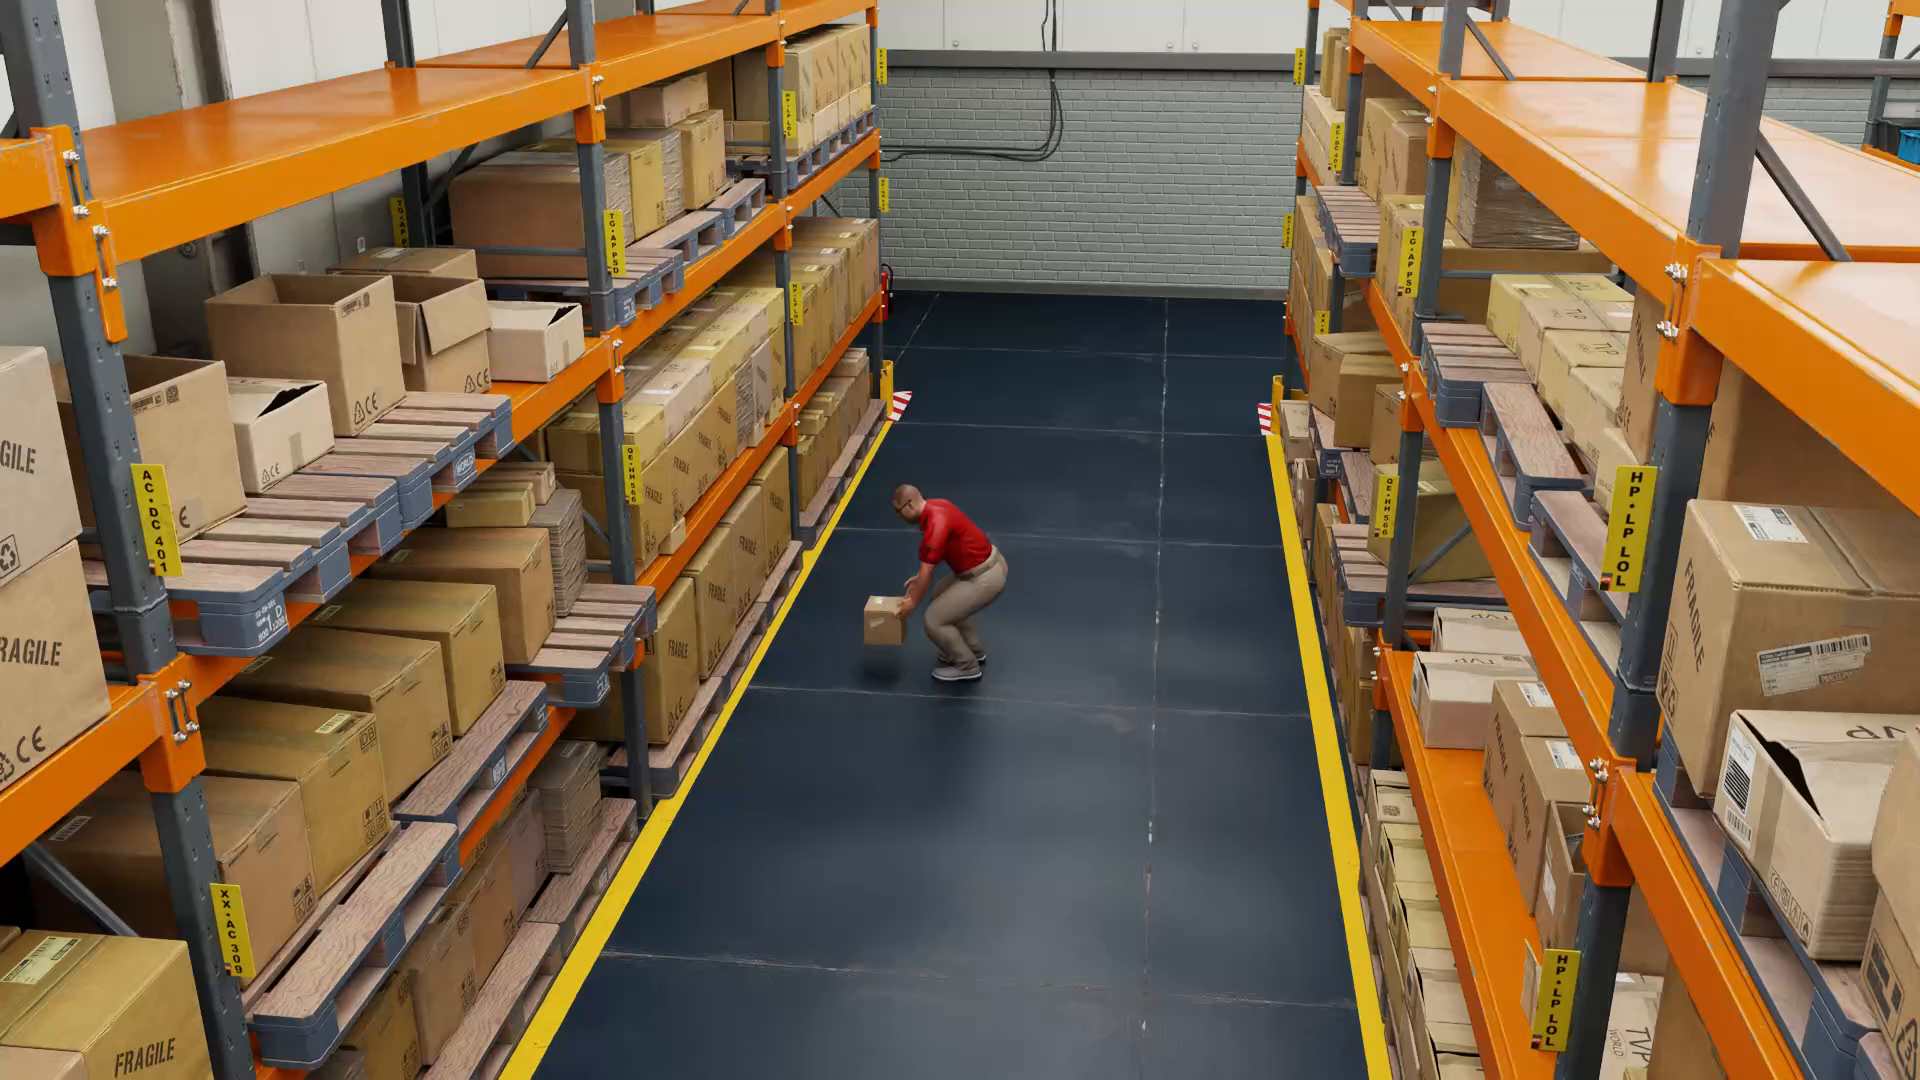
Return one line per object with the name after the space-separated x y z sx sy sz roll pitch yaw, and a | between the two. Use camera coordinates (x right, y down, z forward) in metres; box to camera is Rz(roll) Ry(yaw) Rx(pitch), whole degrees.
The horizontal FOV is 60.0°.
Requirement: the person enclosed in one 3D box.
-0.067 0.268 10.984 0.753 1.322 0.590 3 21 6 | person
